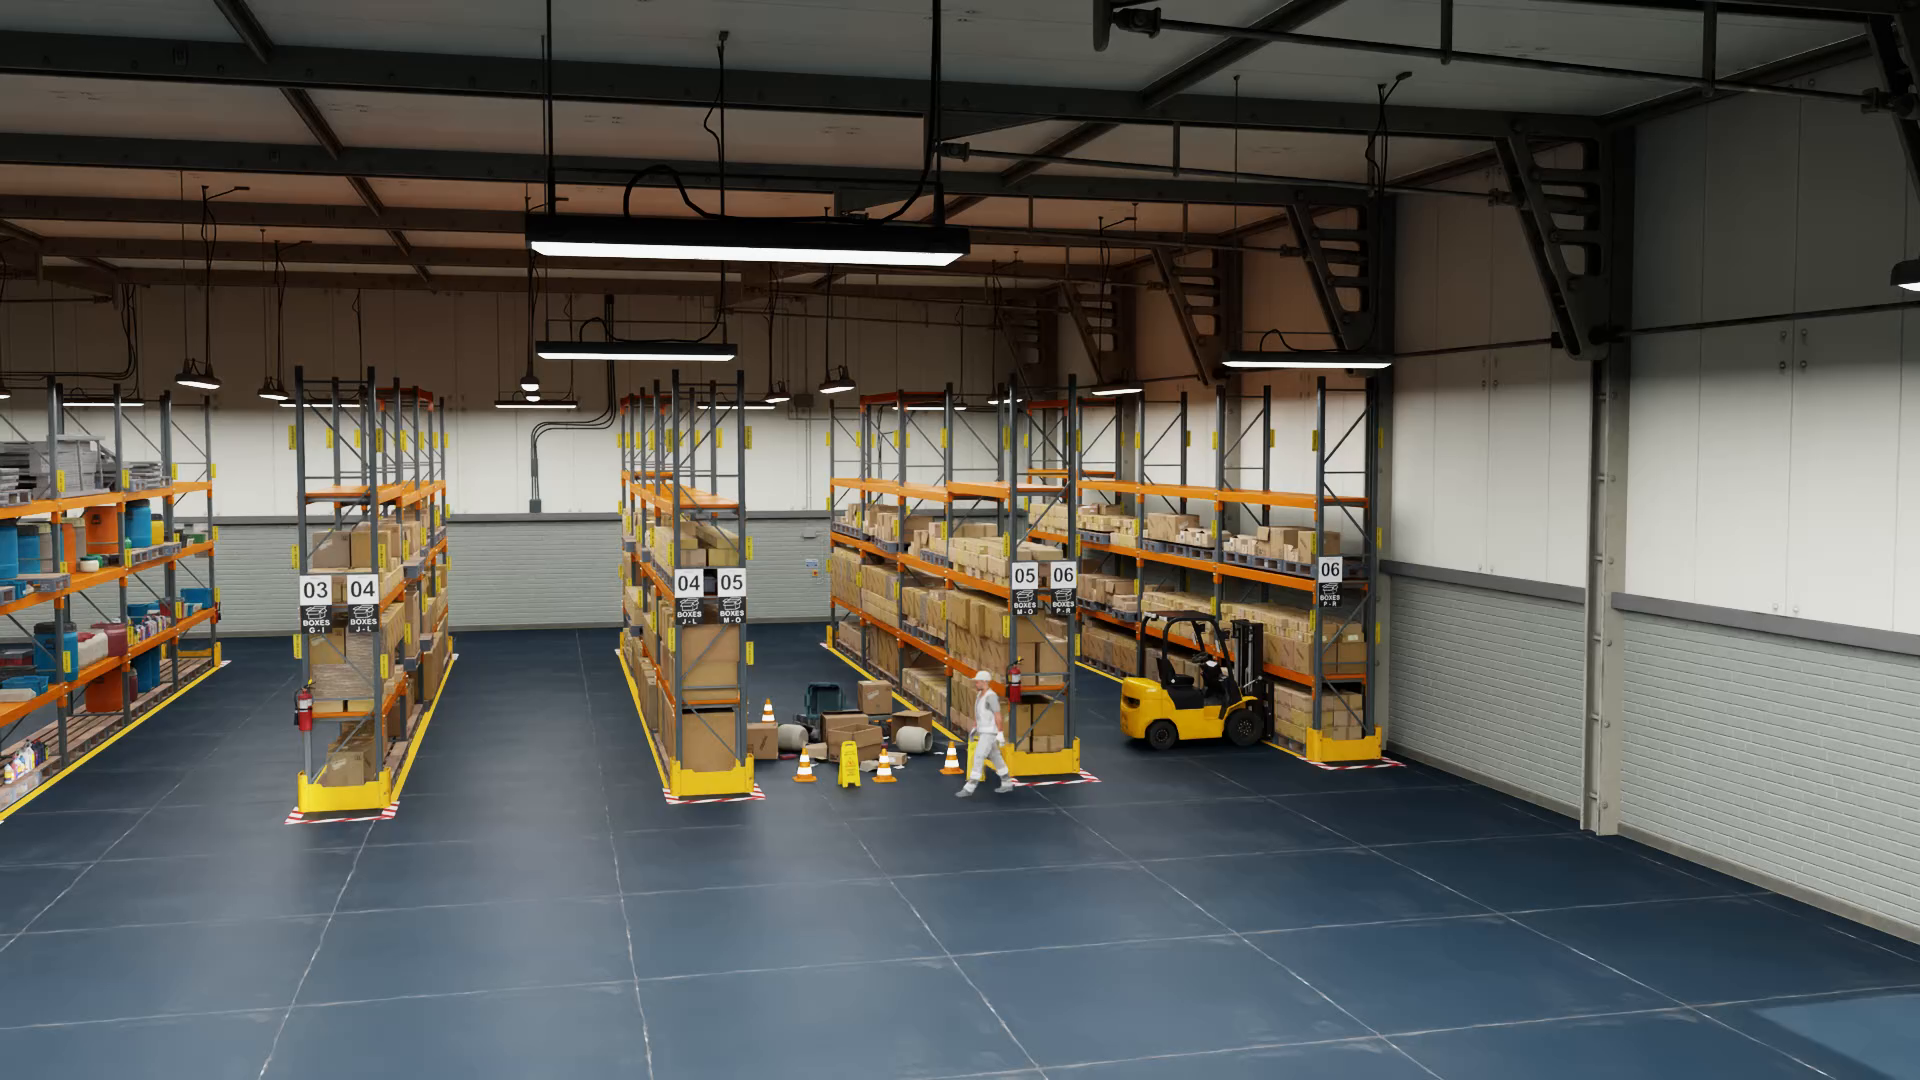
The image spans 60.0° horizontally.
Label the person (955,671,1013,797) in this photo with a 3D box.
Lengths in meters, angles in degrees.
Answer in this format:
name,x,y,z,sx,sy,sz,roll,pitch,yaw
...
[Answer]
name,x,y,z,sx,sy,sz,roll,pitch,yaw
person,0.316,2.709,23.370,0.940,1.733,0.591,-1,4,-16
